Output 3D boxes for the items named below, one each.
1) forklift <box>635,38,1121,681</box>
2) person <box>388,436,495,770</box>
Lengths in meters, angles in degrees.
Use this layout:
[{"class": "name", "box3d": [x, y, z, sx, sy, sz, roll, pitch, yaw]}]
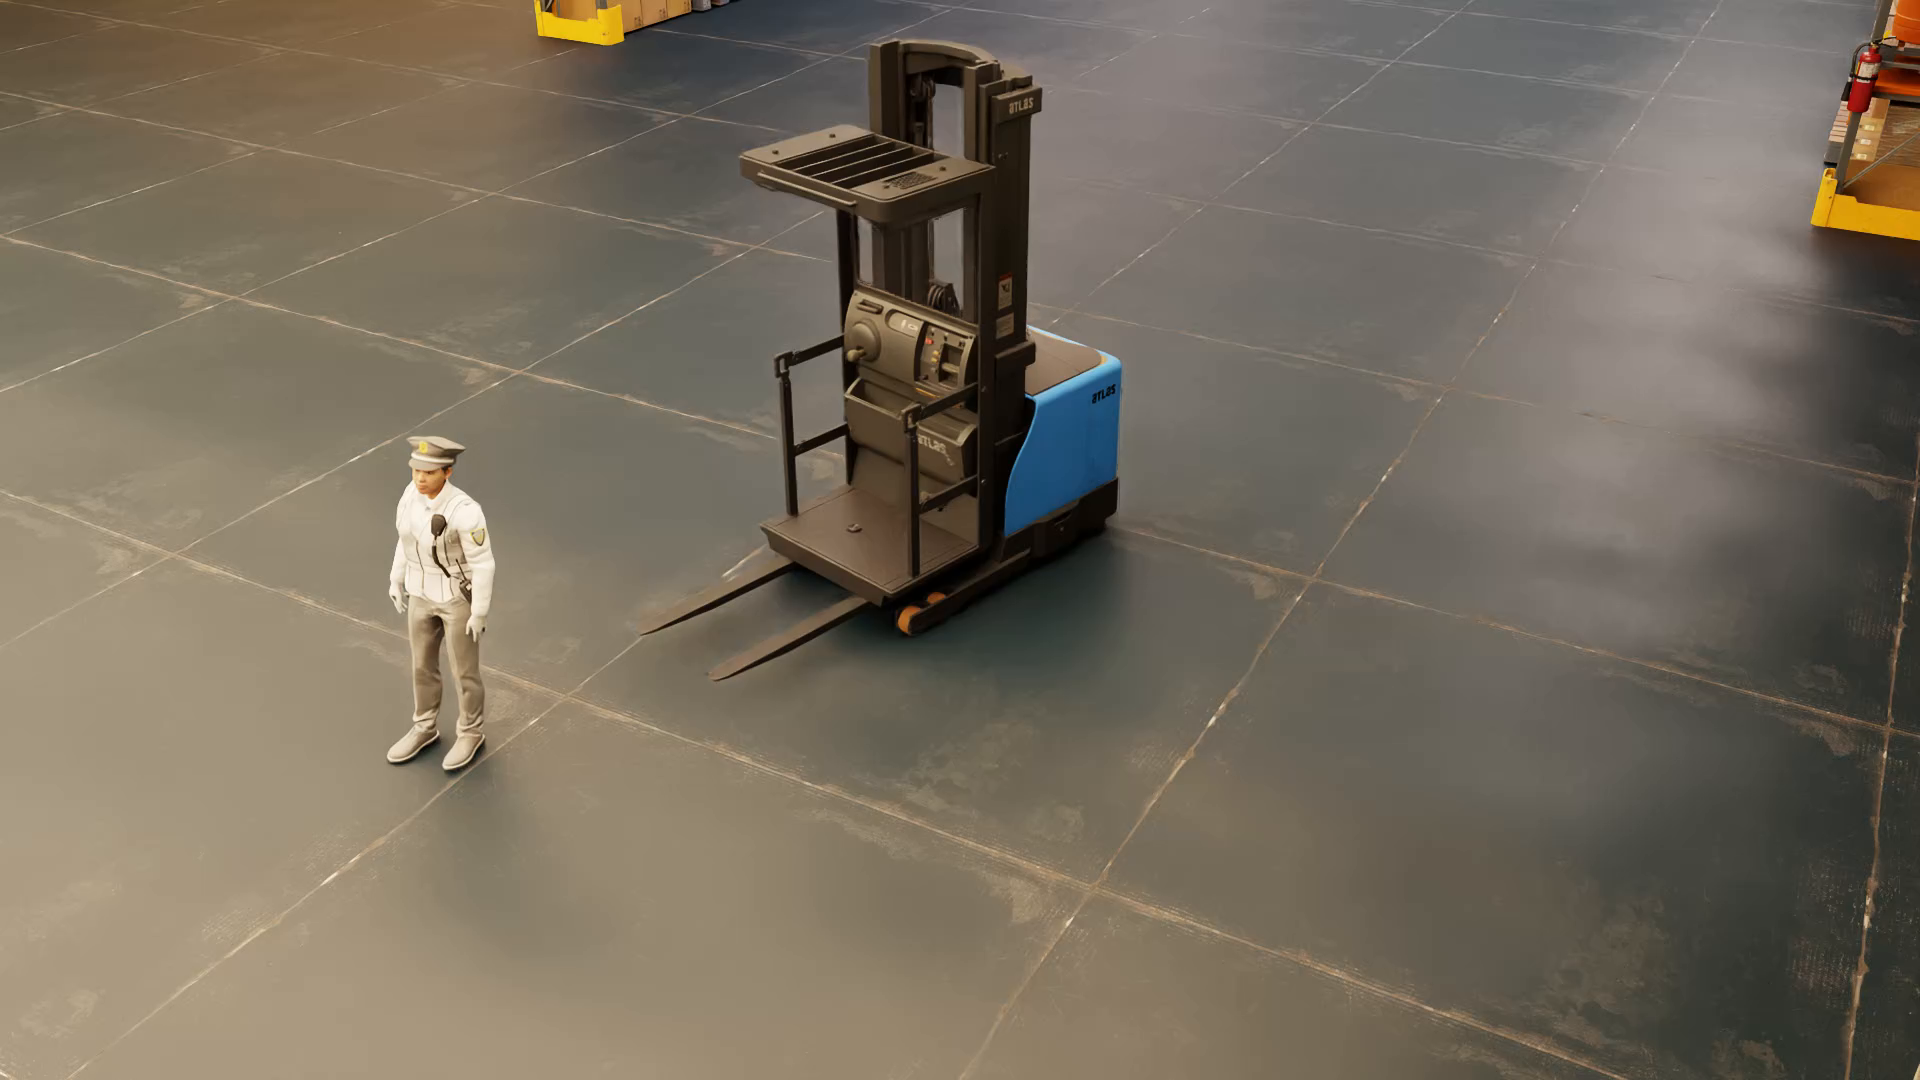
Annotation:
[{"class": "forklift", "box3d": [-0.423, -1.034, 8.862, 1.130, 2.935, 3.031, 26, 39, 37]}, {"class": "person", "box3d": [-2.455, 0.299, 7.785, 0.575, 1.702, 0.514, 15, 33, 24]}]
